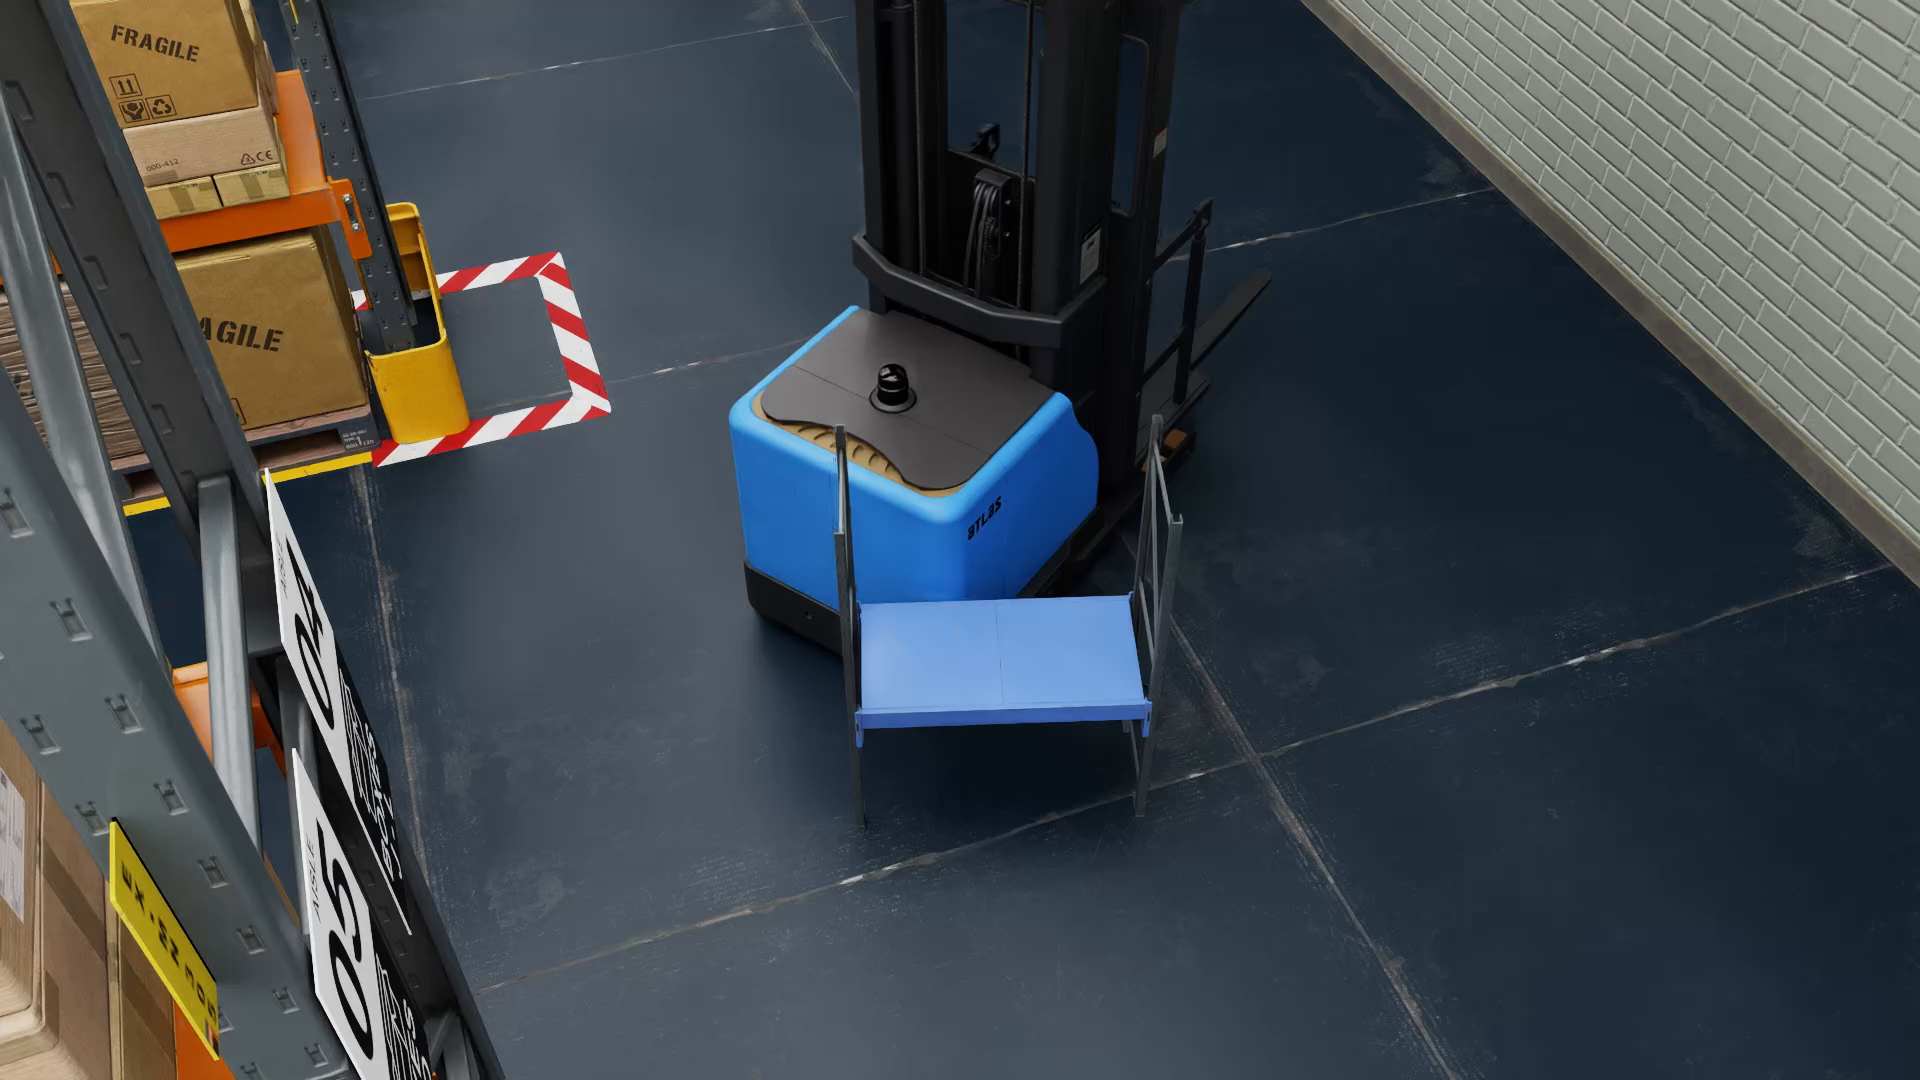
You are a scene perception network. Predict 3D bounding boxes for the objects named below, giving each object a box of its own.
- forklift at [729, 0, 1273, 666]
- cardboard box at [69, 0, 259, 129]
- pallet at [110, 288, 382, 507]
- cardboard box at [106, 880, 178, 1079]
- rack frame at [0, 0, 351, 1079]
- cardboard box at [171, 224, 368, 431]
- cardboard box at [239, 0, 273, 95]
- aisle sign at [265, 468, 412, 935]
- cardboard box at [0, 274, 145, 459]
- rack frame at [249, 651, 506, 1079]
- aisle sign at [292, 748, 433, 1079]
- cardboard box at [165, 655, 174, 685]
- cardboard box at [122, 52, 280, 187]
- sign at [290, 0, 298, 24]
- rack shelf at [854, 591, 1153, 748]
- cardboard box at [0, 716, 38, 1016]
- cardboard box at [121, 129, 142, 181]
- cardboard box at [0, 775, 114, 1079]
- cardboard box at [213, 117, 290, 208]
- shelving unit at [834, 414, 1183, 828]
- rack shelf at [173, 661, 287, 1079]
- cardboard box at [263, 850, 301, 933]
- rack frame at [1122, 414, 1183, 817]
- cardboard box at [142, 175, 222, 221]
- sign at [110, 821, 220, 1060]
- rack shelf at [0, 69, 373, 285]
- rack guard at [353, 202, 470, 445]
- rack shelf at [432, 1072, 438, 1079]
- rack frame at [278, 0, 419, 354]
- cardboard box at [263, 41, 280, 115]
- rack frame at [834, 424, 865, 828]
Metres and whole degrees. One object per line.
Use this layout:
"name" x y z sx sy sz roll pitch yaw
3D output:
"forklift" 0.386 -1.420 6.405 1.130 2.935 3.031 26 50 23
"cardboard box" -2.970 -1.924 6.226 0.500 0.500 0.500 -14 47 -13
"pallet" -3.327 -0.671 7.579 1.213 0.211 1.003 -14 47 -14
"cardboard box" -1.350 0.709 2.223 0.500 0.250 0.500 -15 47 -15
"rack frame" -1.012 -0.689 1.393 0.127 3.000 1.000 -14 47 -14
"cardboard box" -3.176 -1.091 7.232 0.875 0.875 0.875 -14 47 -14
"cardboard box" -3.144 -2.016 6.847 0.500 0.250 0.500 -16 47 -15
"aisle sign" -1.045 0.294 2.813 0.004 0.787 0.394 -14 47 -14
"cardboard box" -4.032 -0.872 7.014 0.875 0.875 0.875 -14 47 -14
"rack frame" -1.012 1.429 3.517 0.127 3.000 1.000 -14 47 -14
"aisle sign" -0.842 0.693 2.415 0.004 0.787 0.394 -14 47 -14
"cardboard box" -1.521 0.361 2.570 0.500 0.250 0.500 -13 46 -12
"cardboard box" -2.967 -1.659 6.490 0.500 0.250 0.500 -15 47 -14
"sign" -2.430 -2.027 5.977 0.005 0.325 0.100 -14 47 -14
"rack shelf" 0.136 0.446 5.810 1.000 0.185 0.538 -2 45 -2
"cardboard box" -1.225 0.381 1.915 0.250 0.149 0.380 -15 47 -14
"cardboard box" -3.444 -1.537 6.369 0.500 0.250 0.500 -15 47 -15
"cardboard box" -1.359 0.527 2.052 0.500 0.250 0.500 -16 47 -15
"cardboard box" -2.824 -1.506 6.620 0.250 0.149 0.380 -14 47 -13
"shelving unit" 0.136 0.319 5.682 1.048 1.500 0.538 -2 45 -2
"rack shelf" -2.893 1.105 2.230 4.000 0.370 1.077 -14 47 -14
"cardboard box" -1.525 0.867 3.091 0.500 0.500 0.500 -15 47 -14
"rack frame" 0.644 0.303 5.698 0.032 1.500 0.500 -2 45 -2
"cardboard box" -3.068 -1.443 6.557 0.250 0.149 0.380 -14 47 -13
"sign" -0.843 0.432 1.768 0.005 0.325 0.100 -14 47 -14
"rack shelf" -4.482 -1.165 6.610 4.000 0.370 1.077 -14 47 -14
"rack guard" -2.579 -1.023 7.726 0.348 0.500 1.175 -14 47 -14
"rack shelf" -2.893 2.164 3.293 4.000 0.370 1.077 -14 47 -14
"rack frame" -2.601 -1.900 6.835 0.127 3.000 1.000 -14 47 -14
"cardboard box" -3.047 -1.946 7.058 0.250 0.149 0.380 -14 47 -13
"rack frame" -0.372 0.335 5.666 0.032 1.500 0.500 -2 45 -2
